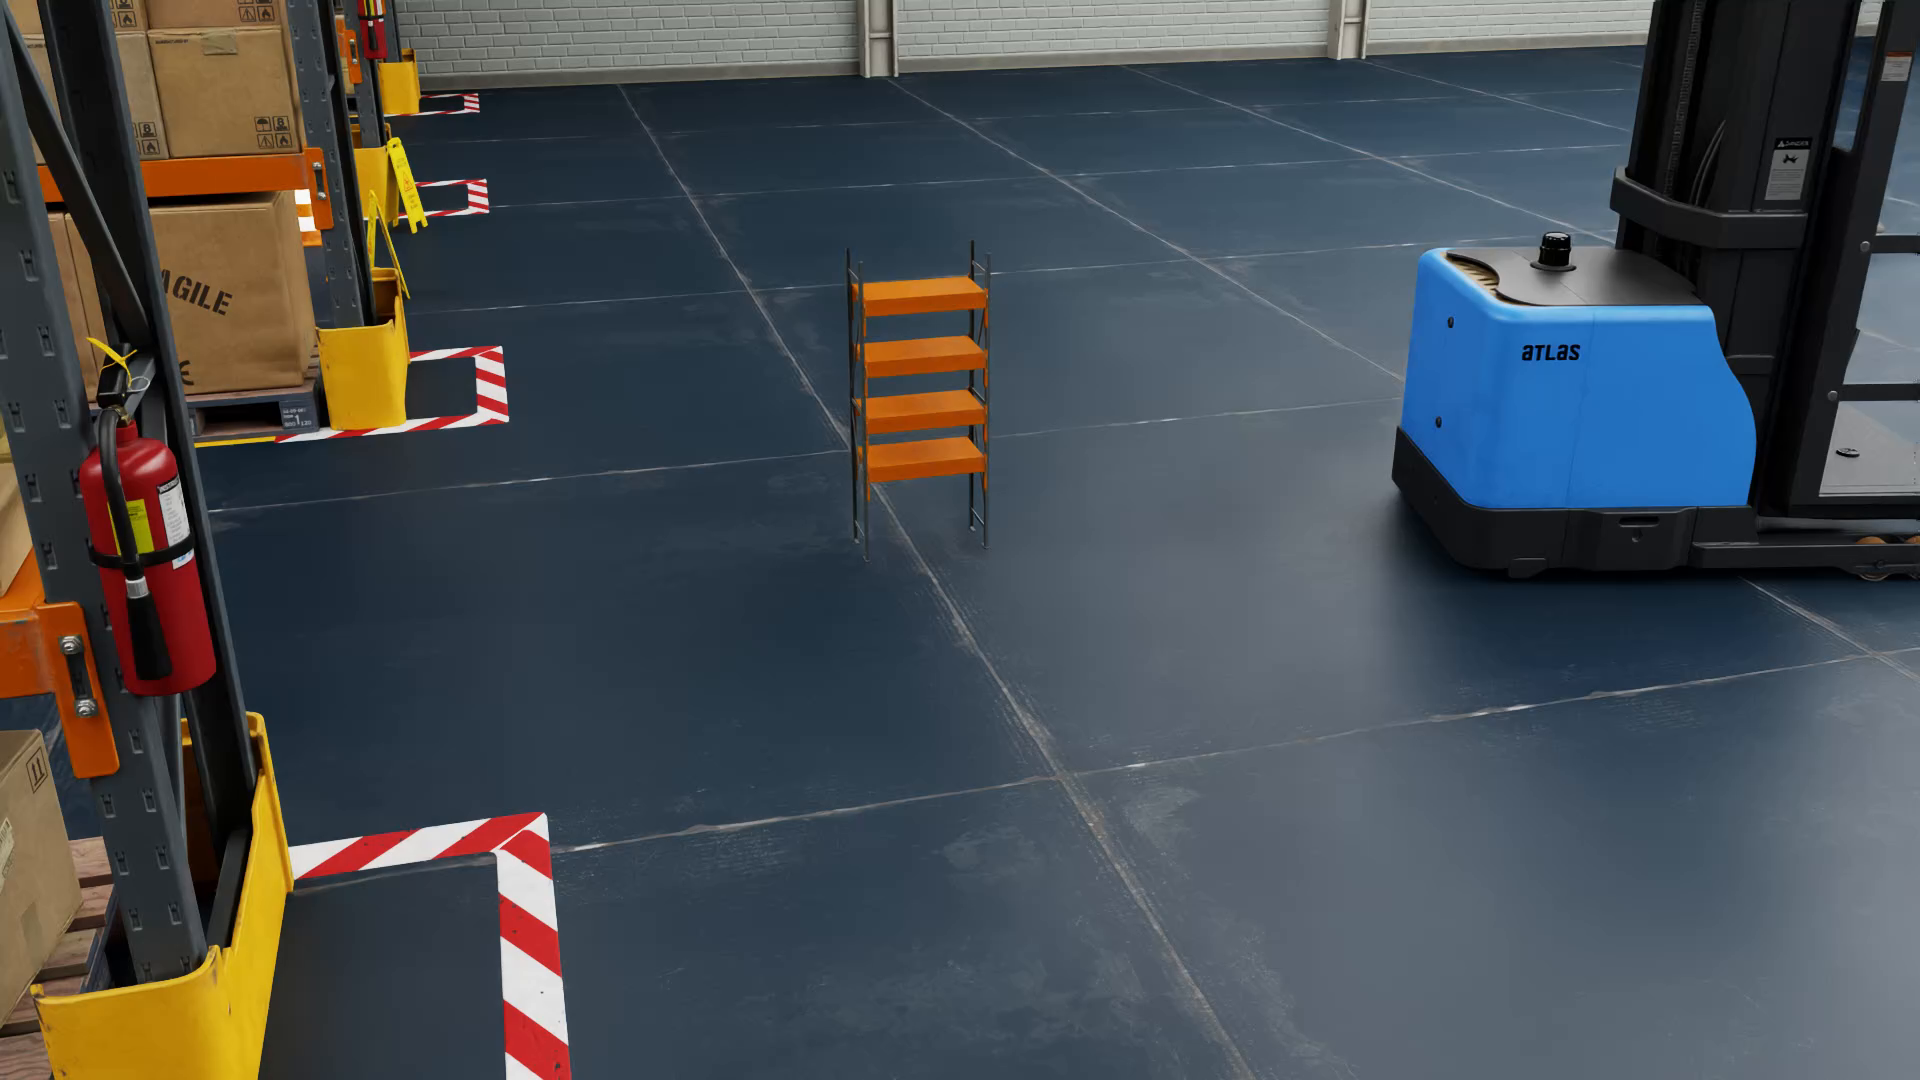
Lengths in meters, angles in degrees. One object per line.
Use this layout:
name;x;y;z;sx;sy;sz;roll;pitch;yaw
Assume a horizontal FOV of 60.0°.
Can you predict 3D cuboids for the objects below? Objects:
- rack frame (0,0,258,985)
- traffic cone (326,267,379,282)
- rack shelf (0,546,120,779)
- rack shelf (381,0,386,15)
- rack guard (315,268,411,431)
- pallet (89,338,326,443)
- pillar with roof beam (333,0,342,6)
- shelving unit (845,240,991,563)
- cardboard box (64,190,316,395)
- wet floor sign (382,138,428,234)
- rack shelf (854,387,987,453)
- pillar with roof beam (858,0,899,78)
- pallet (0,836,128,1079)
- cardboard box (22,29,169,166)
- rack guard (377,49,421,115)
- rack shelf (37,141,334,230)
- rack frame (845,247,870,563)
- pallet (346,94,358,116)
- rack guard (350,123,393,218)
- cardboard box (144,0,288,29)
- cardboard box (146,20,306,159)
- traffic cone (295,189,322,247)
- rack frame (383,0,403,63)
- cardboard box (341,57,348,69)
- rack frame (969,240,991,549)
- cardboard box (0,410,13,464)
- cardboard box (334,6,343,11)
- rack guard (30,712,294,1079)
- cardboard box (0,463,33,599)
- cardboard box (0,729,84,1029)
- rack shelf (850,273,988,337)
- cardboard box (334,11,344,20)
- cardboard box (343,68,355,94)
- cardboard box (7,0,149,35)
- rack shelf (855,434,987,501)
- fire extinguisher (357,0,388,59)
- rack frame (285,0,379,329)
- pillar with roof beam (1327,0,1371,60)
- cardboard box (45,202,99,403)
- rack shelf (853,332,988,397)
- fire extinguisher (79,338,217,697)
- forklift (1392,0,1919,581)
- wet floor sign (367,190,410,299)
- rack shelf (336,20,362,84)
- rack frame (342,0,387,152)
rack frame;-1.785;-0.237;3.498;0.127;3.000;1.000;-6;24;-14
traffic cone;-3.900;-1.913;10.621;0.334;0.463;0.336;-6;24;-14
rack shelf;-3.711;0.307;3.144;4.000;0.370;1.077;-6;24;-14
rack shelf;-7.732;-5.340;16.303;4.000;0.370;1.077;-6;24;-14
rack guard;-3.004;-0.985;8.411;0.348;0.500;1.175;-6;24;-14
pallet;-3.776;-0.735;8.194;1.213;0.211;1.003;-6;24;-14
pillar with roof beam;-5.557;-7.274;12.290;0.400;9.000;9.100;-6;24;-14
shelving unit;-0.159;-0.534;6.472;0.503;1.200;0.258;-6;24;-14
cardboard box;-3.663;-1.250;8.021;0.875;0.875;0.875;-6;24;-14
wet floor sign;-3.990;-2.531;11.831;0.232;0.644;0.267;2;23;4
rack shelf;-0.159;-0.472;6.499;0.480;0.148;0.258;-6;24;-14
pillar with roof beam;0.220;-7.913;13.780;0.400;9.000;9.100;-6;24;-14
pallet;-2.650;1.126;3.859;1.213;0.211;1.003;-6;24;-14
cardboard box;-3.896;-2.076;7.594;0.550;0.550;0.875;-6;24;-14
rack guard;-5.783;-4.737;17.157;0.348;0.500;1.175;-6;24;-14
rack shelf;-4.953;-1.587;7.557;4.000;0.370;1.077;-6;24;-14
rack frame;-0.394;-0.508;6.412;0.015;1.200;0.240;-6;24;-14
pallet;-6.531;-4.505;16.981;1.213;0.211;1.003;-6;24;-14
rack guard;-4.535;-2.843;12.741;0.348;0.500;1.175;-6;24;-14
cardboard box;-3.395;-2.671;7.612;0.550;0.550;0.875;-6;24;-14
cardboard box;-3.373;-2.143;7.750;0.550;0.550;0.875;-6;24;-14
traffic cone;-4.527;-2.298;11.519;0.334;0.463;0.336;-6;24;-14
rack frame;-5.806;-5.884;16.658;0.127;3.000;1.000;-6;24;-14
cardboard box;-6.191;-4.872;16.621;0.500;0.250;0.500;-7;24;-15
rack frame;0.076;-0.560;6.533;0.015;1.200;0.240;-6;24;-14
cardboard box;-2.124;-0.182;3.688;0.250;0.149;0.380;-6;24;-14
cardboard box;-6.320;-5.293;16.968;0.500;0.250;0.500;-7;24;-15
rack guard;-1.858;0.920;3.972;0.348;0.500;1.175;-6;24;-14
cardboard box;-2.004;-0.013;3.294;0.250;0.149;0.380;-6;24;-14
cardboard box;-2.391;0.779;3.768;0.500;0.500;0.500;-2;23;-5
rack shelf;-0.159;-0.895;6.317;0.480;0.148;0.258;-6;24;-14
cardboard box;-6.165;-5.105;16.530;0.500;0.250;0.500;-5;24;-13
cardboard box;-6.173;-4.643;16.721;0.500;0.250;0.500;-6;24;-14
cardboard box;-3.900;-2.578;7.394;0.550;0.550;0.875;-6;24;-14
rack shelf;-0.159;-0.289;6.577;0.480;0.148;0.258;-6;24;-14
fire extinguisher;-4.227;-3.801;11.903;0.183;0.674;0.296;-6;24;-14
rack frame;-3.027;-2.131;7.912;0.127;3.000;1.000;-6;24;-14
pillar with roof beam;5.997;-8.552;15.269;0.400;9.000;9.100;-6;24;-14
cardboard box;-4.509;-1.156;7.801;0.875;0.875;0.875;-7;24;-15
rack shelf;-0.159;-0.677;6.411;0.480;0.148;0.258;-6;24;-14
fire extinguisher;-1.550;-0.039;3.134;0.183;0.674;0.296;-6;24;-14
forklift;3.395;-1.398;6.292;3.031;2.935;1.130;-1;23;-2
wet floor sign;-3.534;-1.804;10.135;0.232;0.644;0.267;-11;25;-23
rack shelf;-6.388;-3.456;11.912;4.000;0.370;1.077;-6;24;-14
rack frame;-4.462;-3.999;12.267;0.127;3.000;1.000;-6;24;-14
